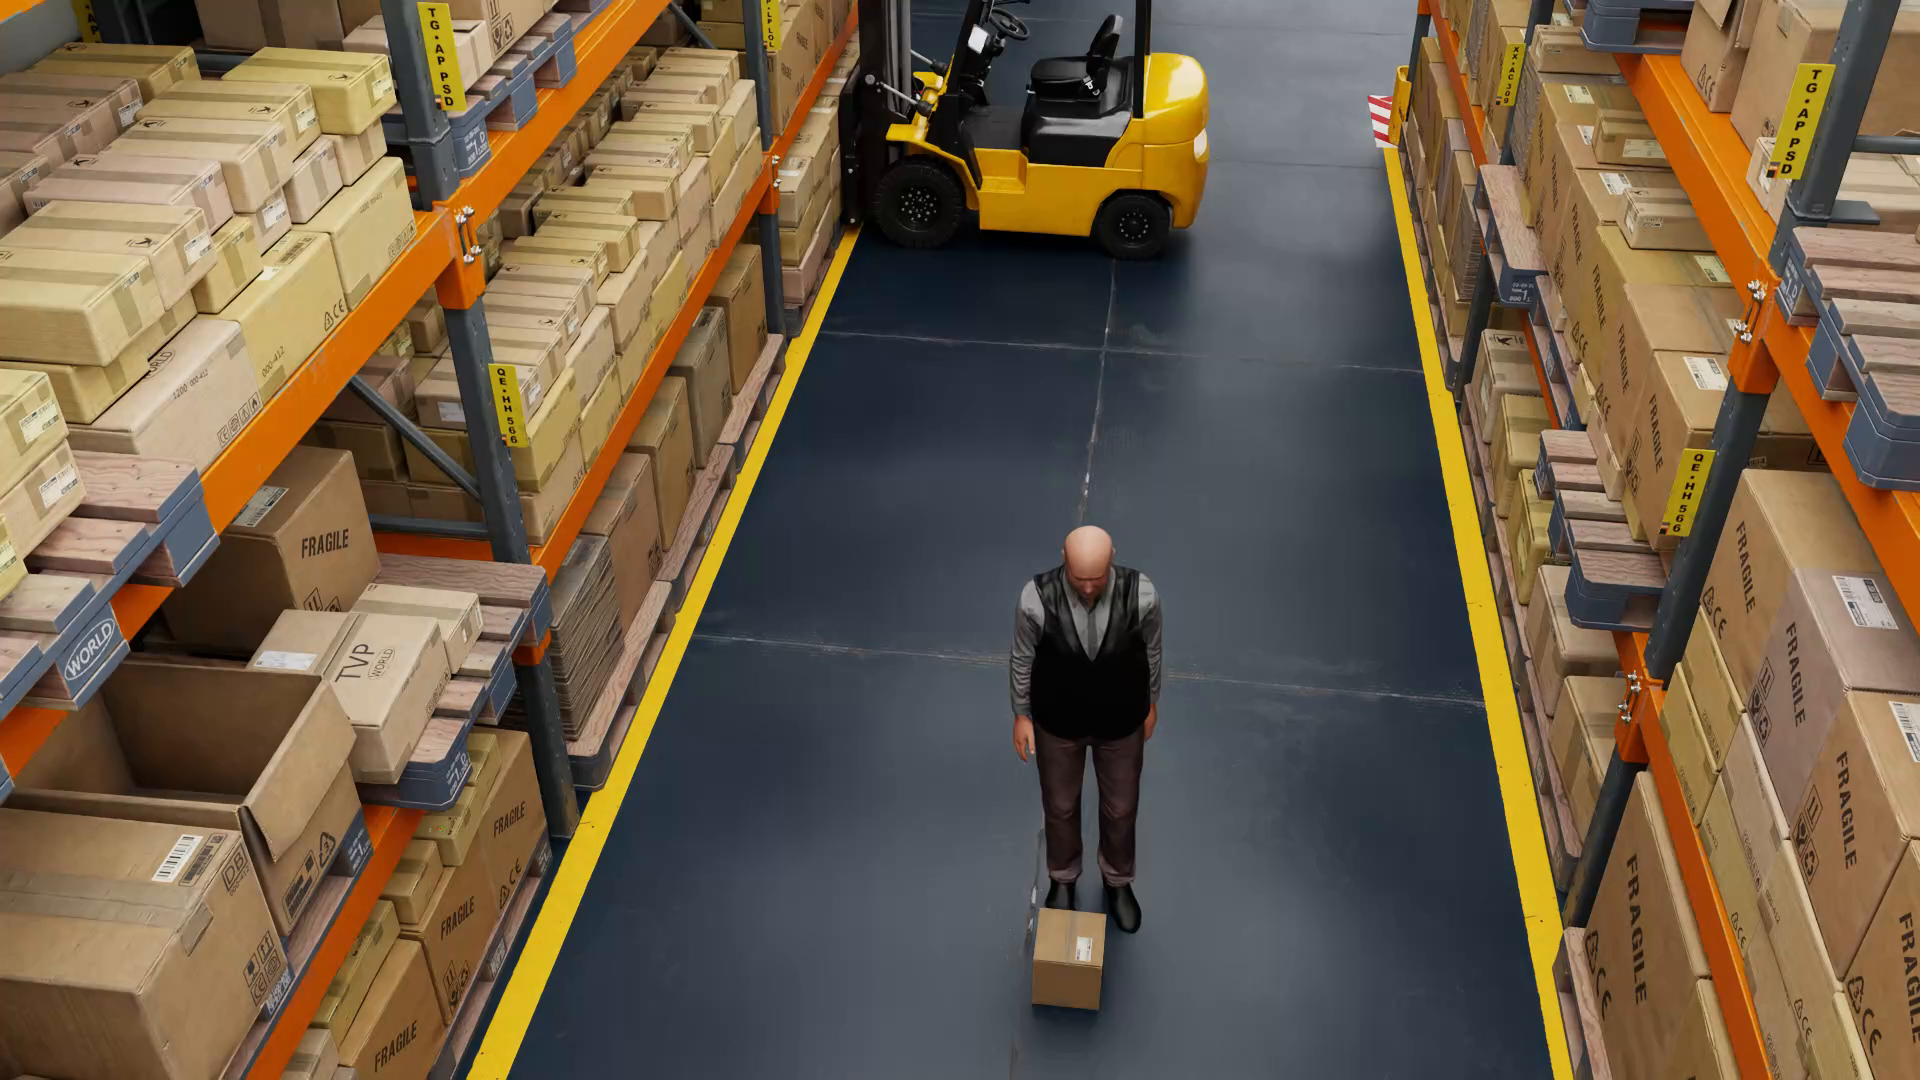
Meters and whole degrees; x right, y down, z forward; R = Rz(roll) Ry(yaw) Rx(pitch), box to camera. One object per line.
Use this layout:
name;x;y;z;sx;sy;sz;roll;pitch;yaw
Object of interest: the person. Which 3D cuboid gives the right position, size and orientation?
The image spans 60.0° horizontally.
person;0.455;0.699;6.090;0.557;1.752;0.446;1;36;1
